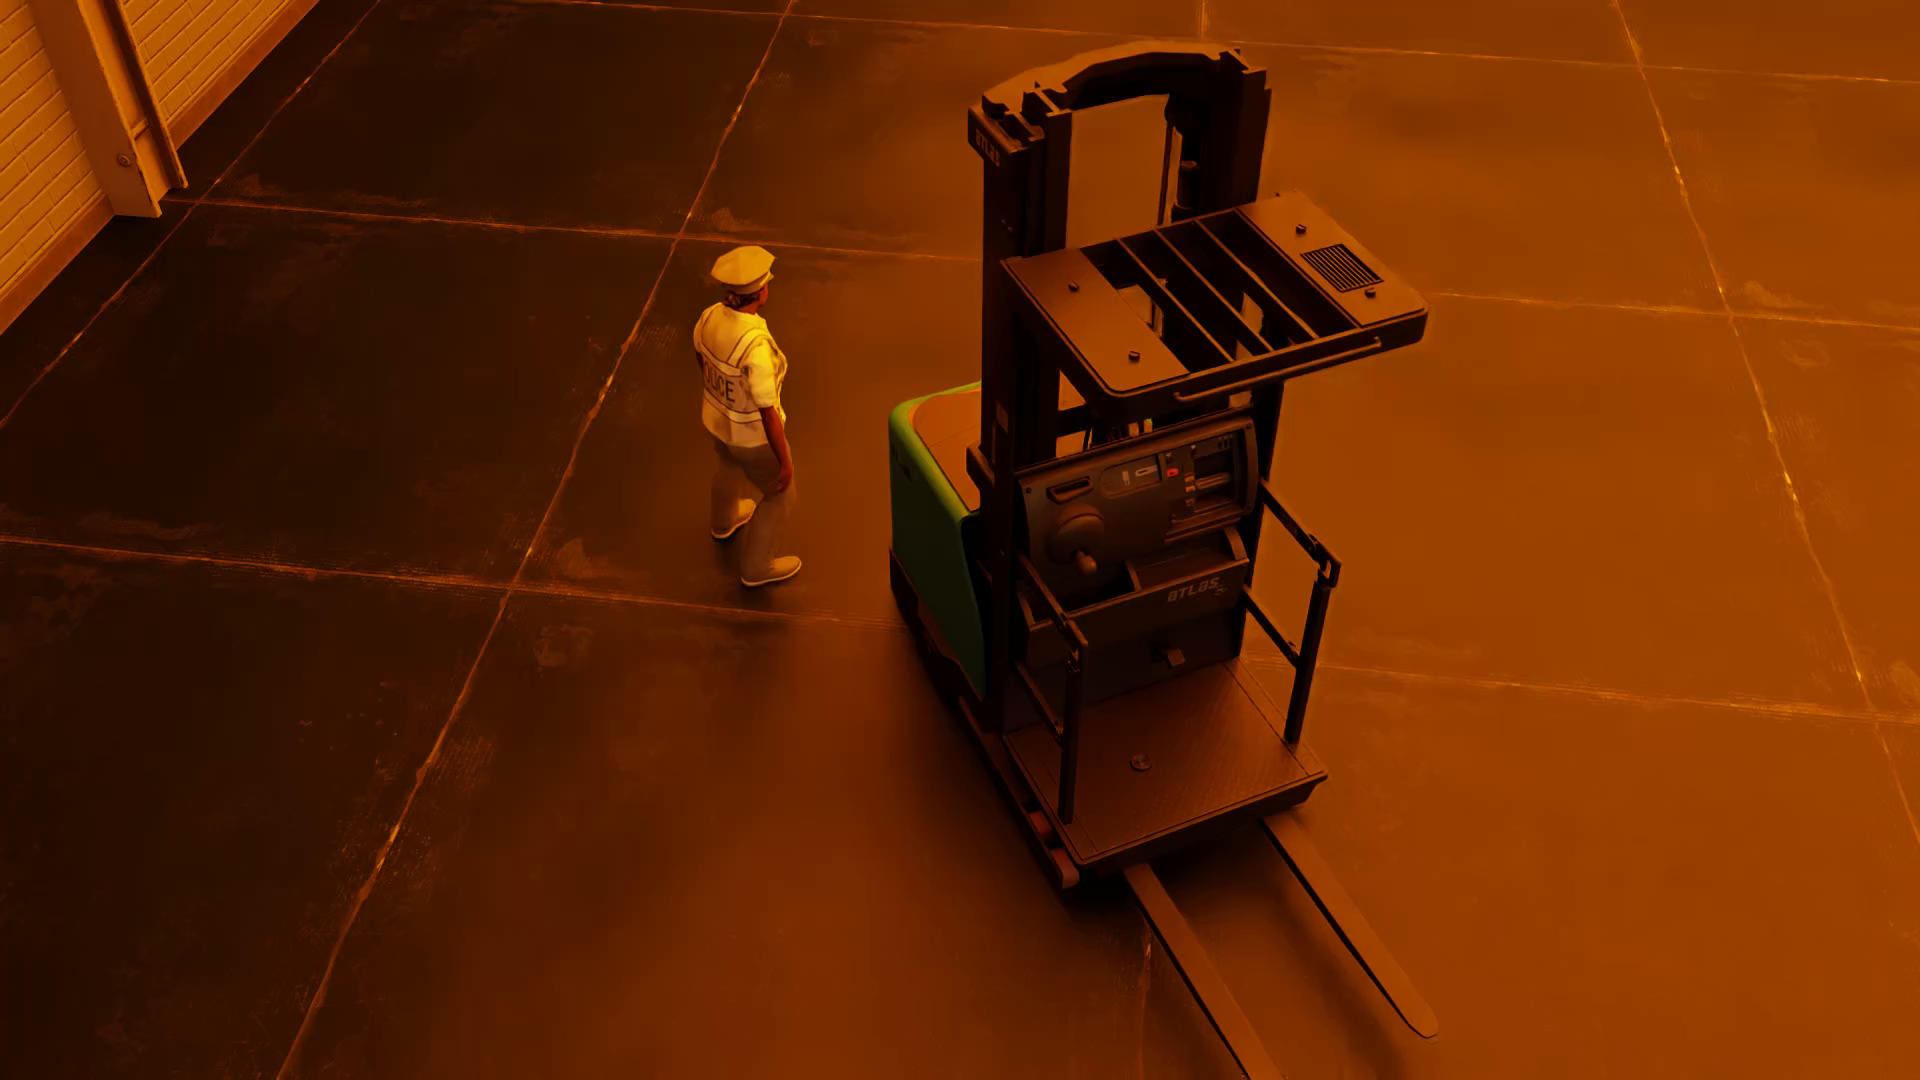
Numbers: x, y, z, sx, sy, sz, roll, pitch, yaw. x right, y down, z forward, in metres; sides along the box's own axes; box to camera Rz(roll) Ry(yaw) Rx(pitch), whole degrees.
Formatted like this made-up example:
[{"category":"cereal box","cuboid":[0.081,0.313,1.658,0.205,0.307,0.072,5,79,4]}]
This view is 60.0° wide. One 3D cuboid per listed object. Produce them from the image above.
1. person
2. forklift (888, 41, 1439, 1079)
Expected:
[{"category":"person","cuboid":[-0.933,-0.518,7.251,0.377,1.636,0.727,-30,50,-29]},{"category":"forklift","cuboid":[0.738,-0.068,5.799,1.130,2.935,3.031,-16,45,-17]}]
